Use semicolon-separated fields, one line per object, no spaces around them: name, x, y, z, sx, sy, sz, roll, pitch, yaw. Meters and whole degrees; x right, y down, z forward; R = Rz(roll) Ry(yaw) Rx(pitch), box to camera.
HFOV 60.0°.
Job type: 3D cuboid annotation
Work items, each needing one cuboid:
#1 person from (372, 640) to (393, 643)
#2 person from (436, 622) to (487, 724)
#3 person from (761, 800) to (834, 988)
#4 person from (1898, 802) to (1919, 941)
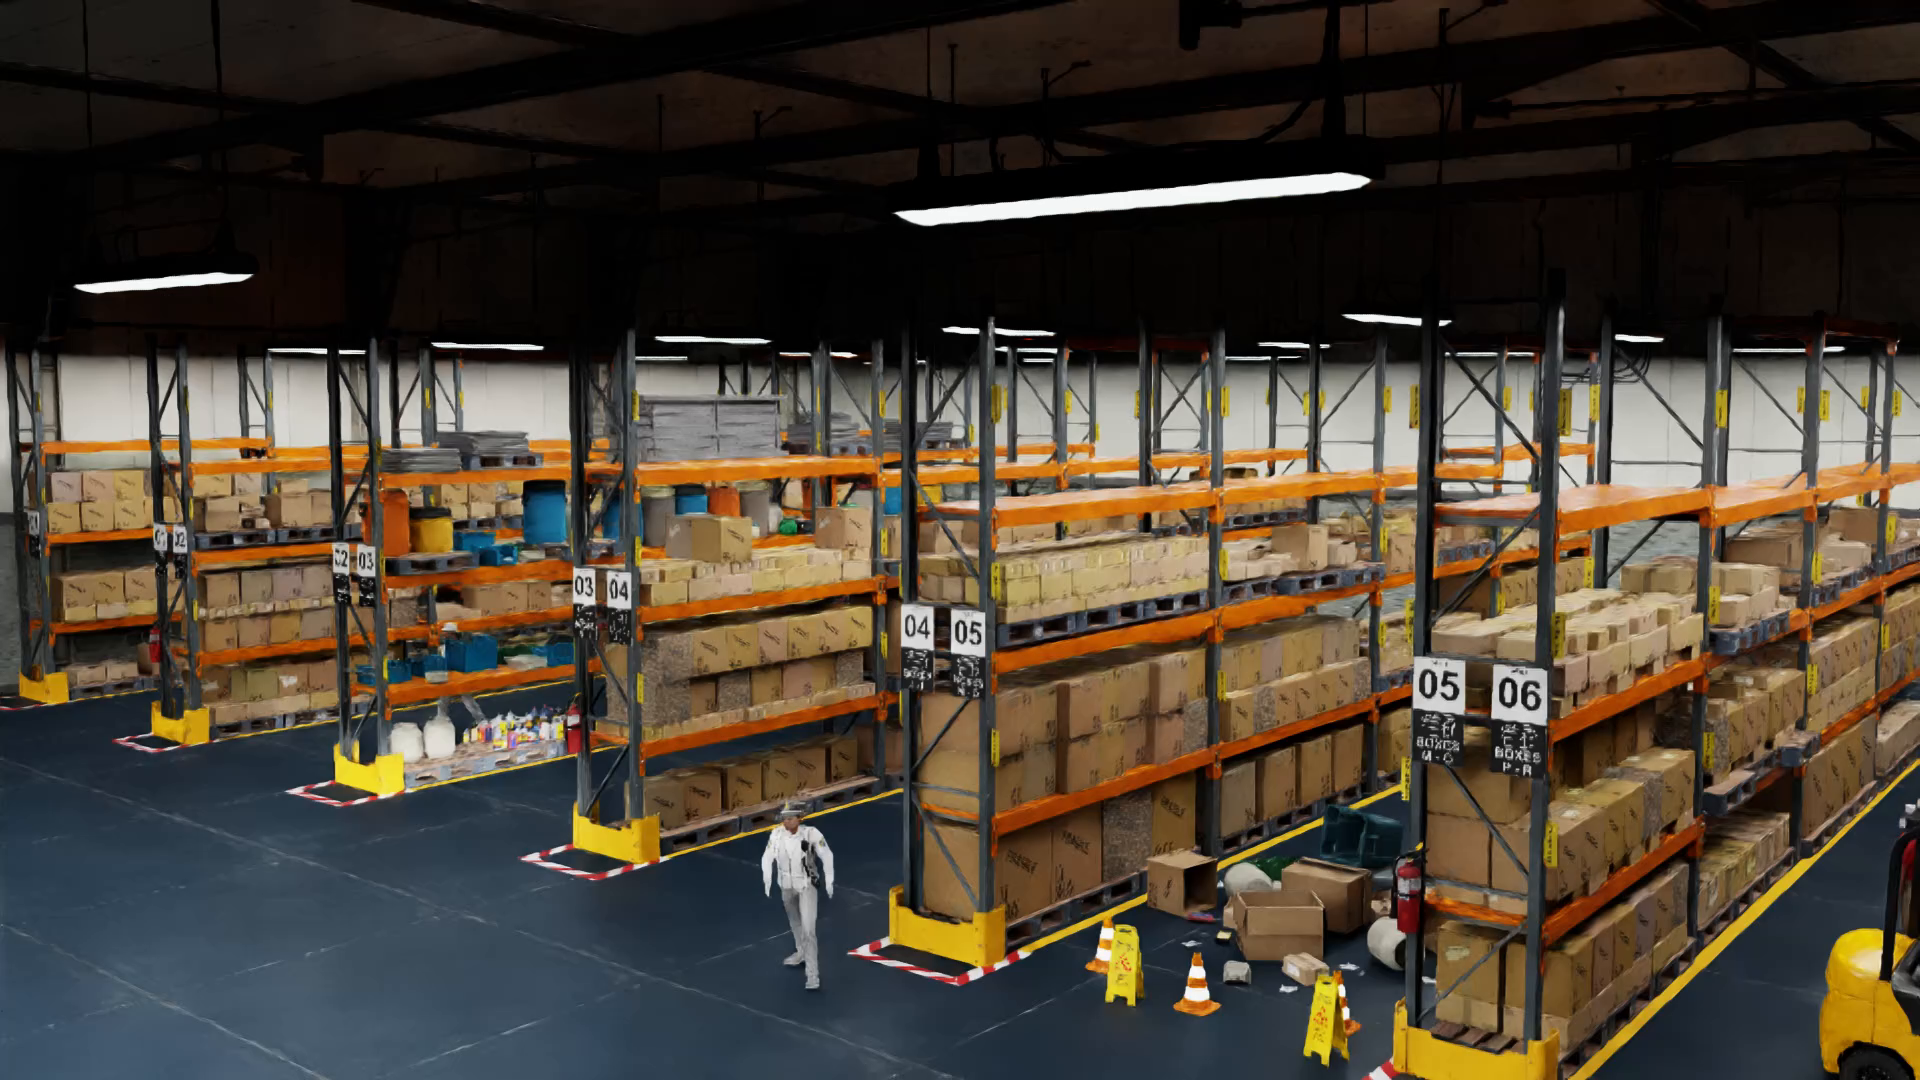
person;-10.107;1.743;29.023;0.724;1.641;0.546;4;6;37
person;-7.526;2.075;24.819;0.555;1.725;1.029;4;7;38
person;-1.400;3.038;14.626;0.634;1.610;0.798;2;5;20
person;8.134;3.023;14.111;0.653;1.723;0.584;-2;6;-21
